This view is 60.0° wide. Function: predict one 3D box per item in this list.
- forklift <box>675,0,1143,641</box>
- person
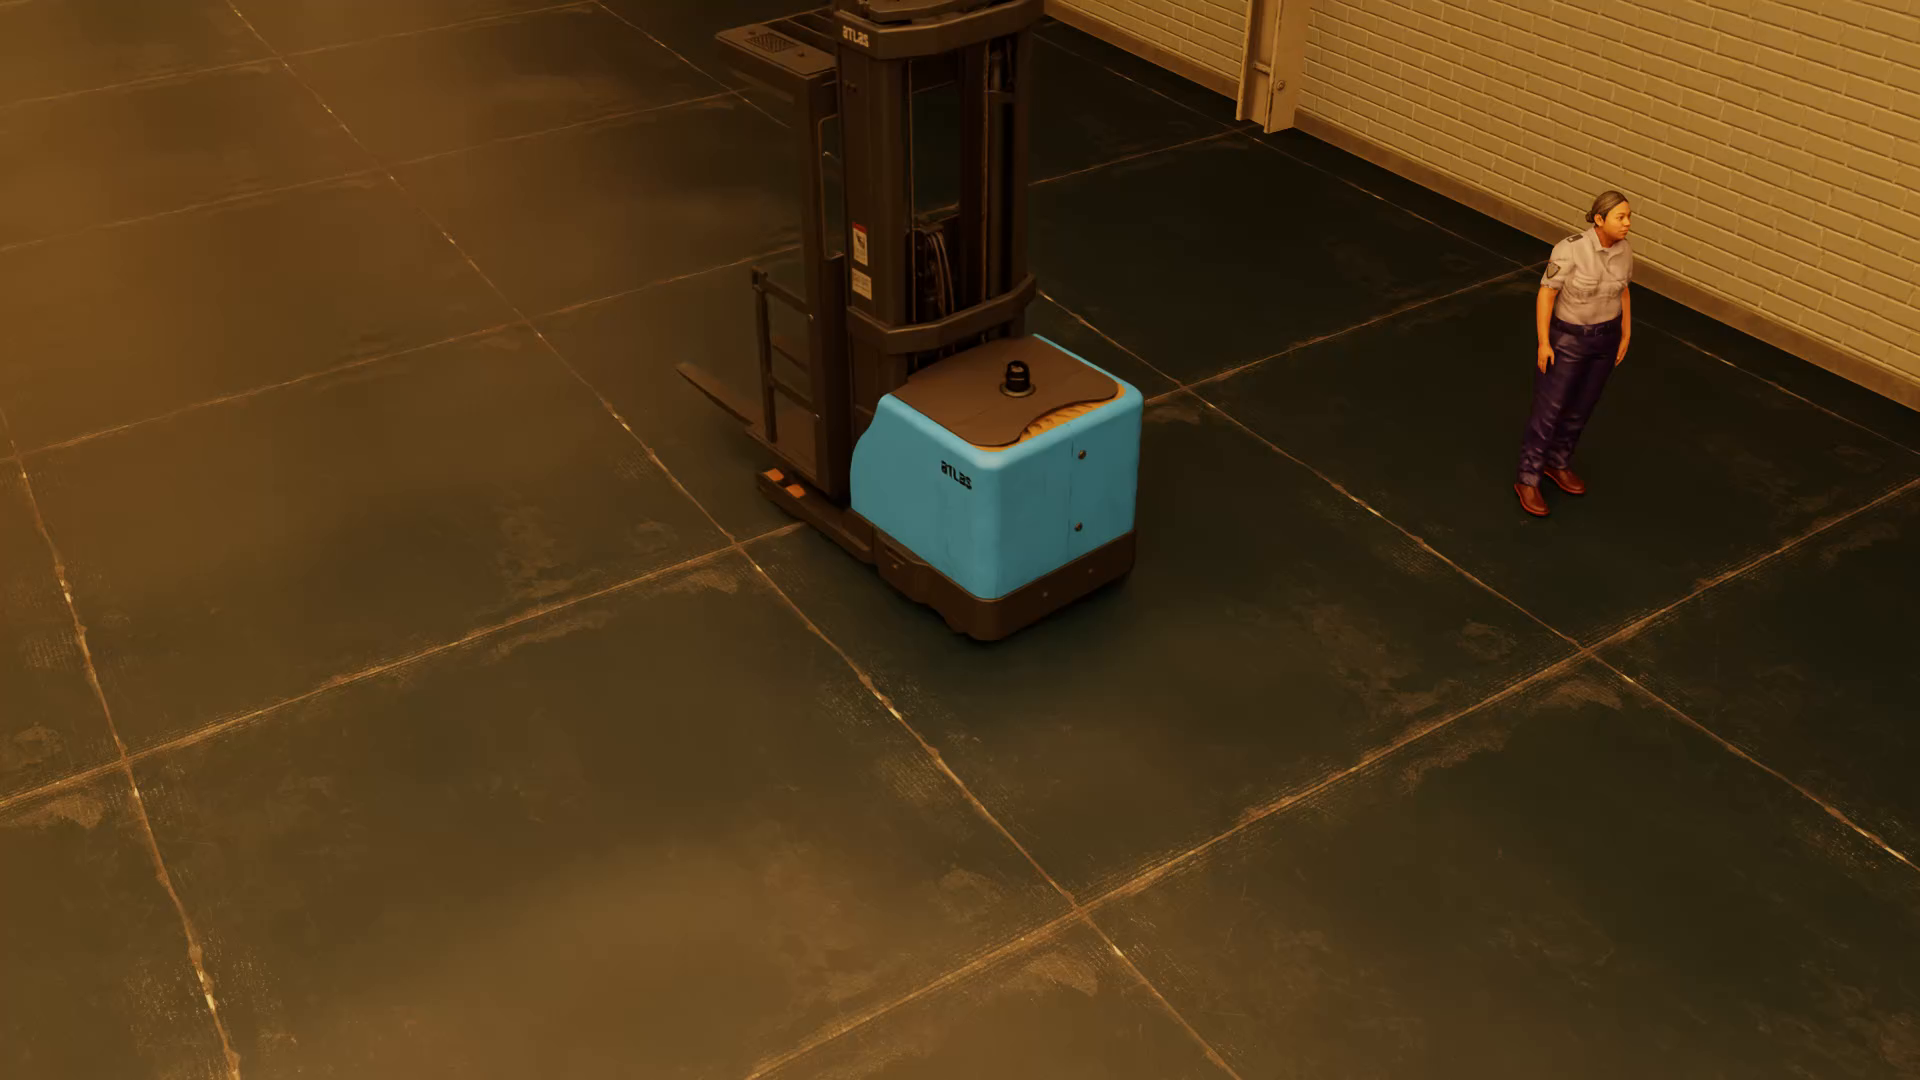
[{"bbox_3d":[-0.448,-1.495,8.275,1.130,2.935,3.031,-26,42,-32],"label":"forklift"},{"bbox_3d":[3.257,-0.974,8.638,0.597,1.651,0.503,-11,37,-15],"label":"person"}]
